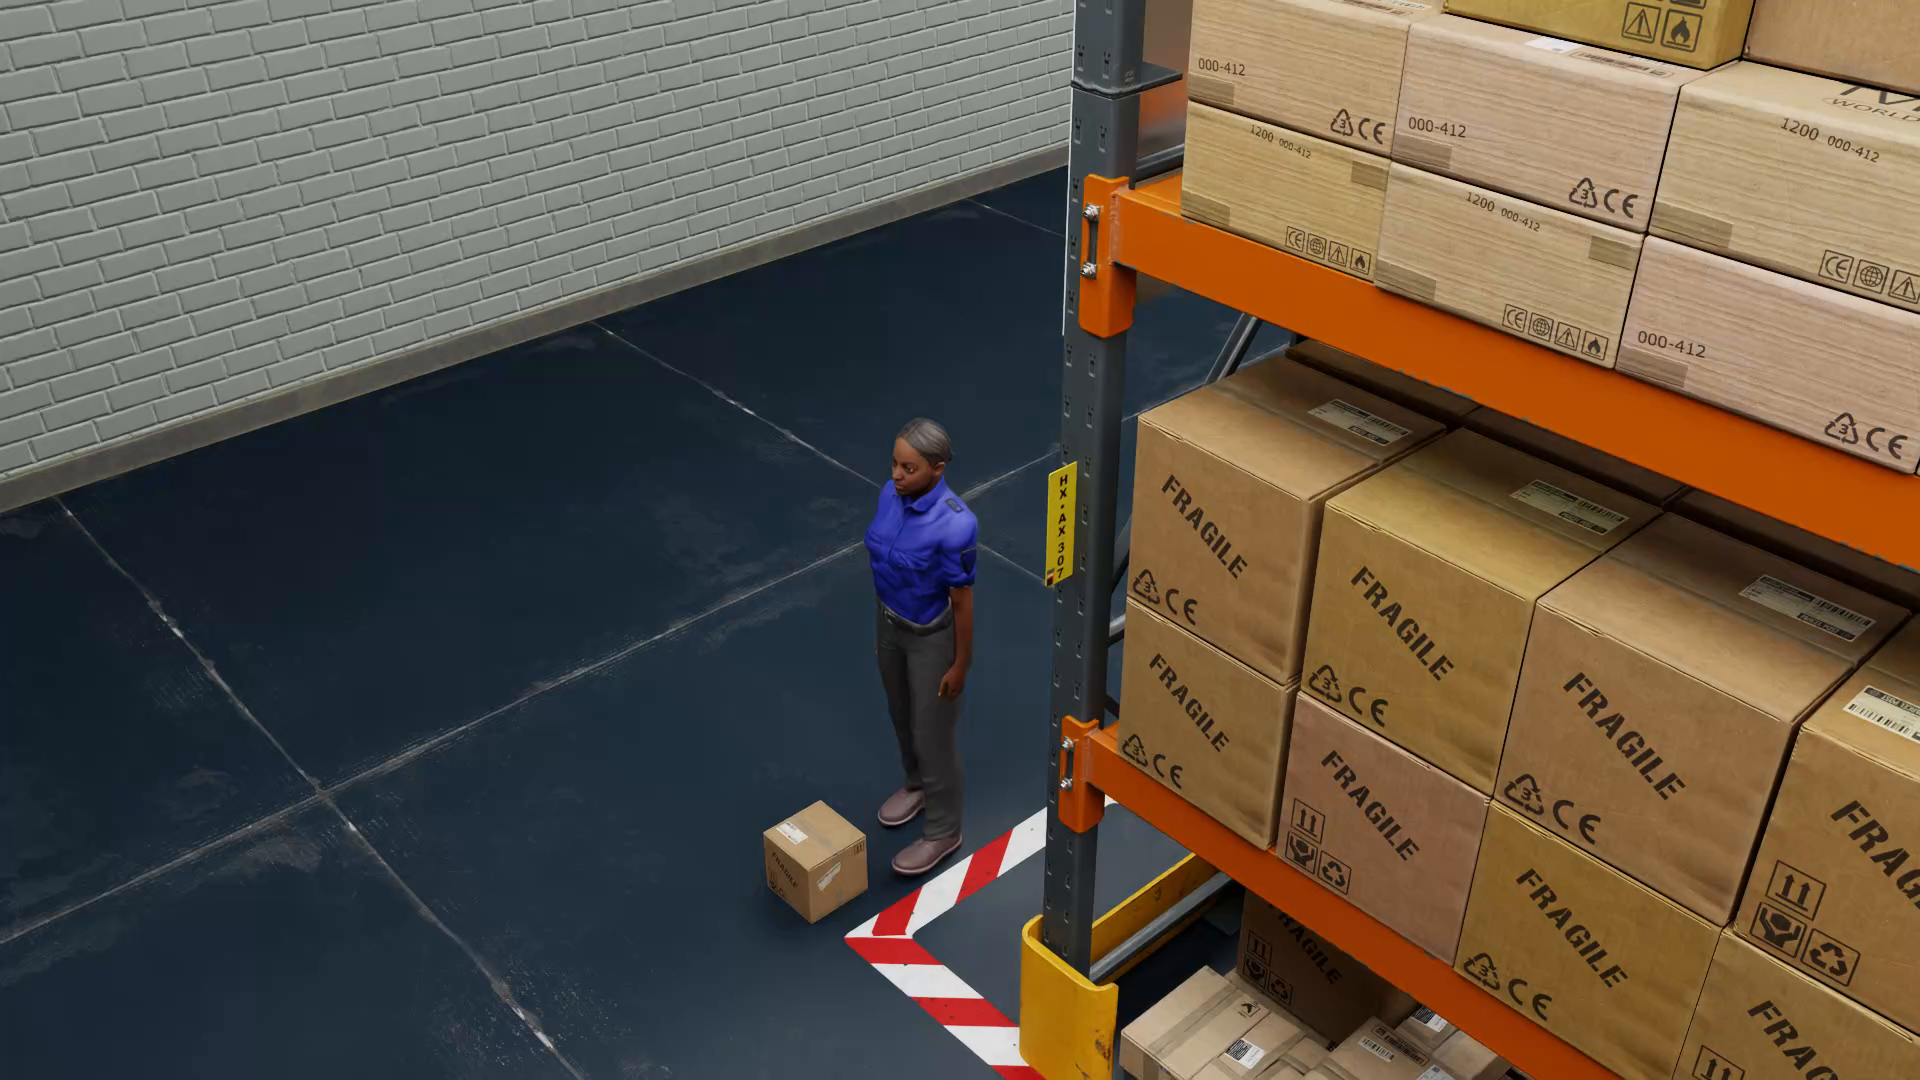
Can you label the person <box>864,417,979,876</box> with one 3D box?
[{"bbox_3d":[-0.153,0.350,5.577,0.419,1.656,0.440,-25,40,-34],"label":"person"}]
